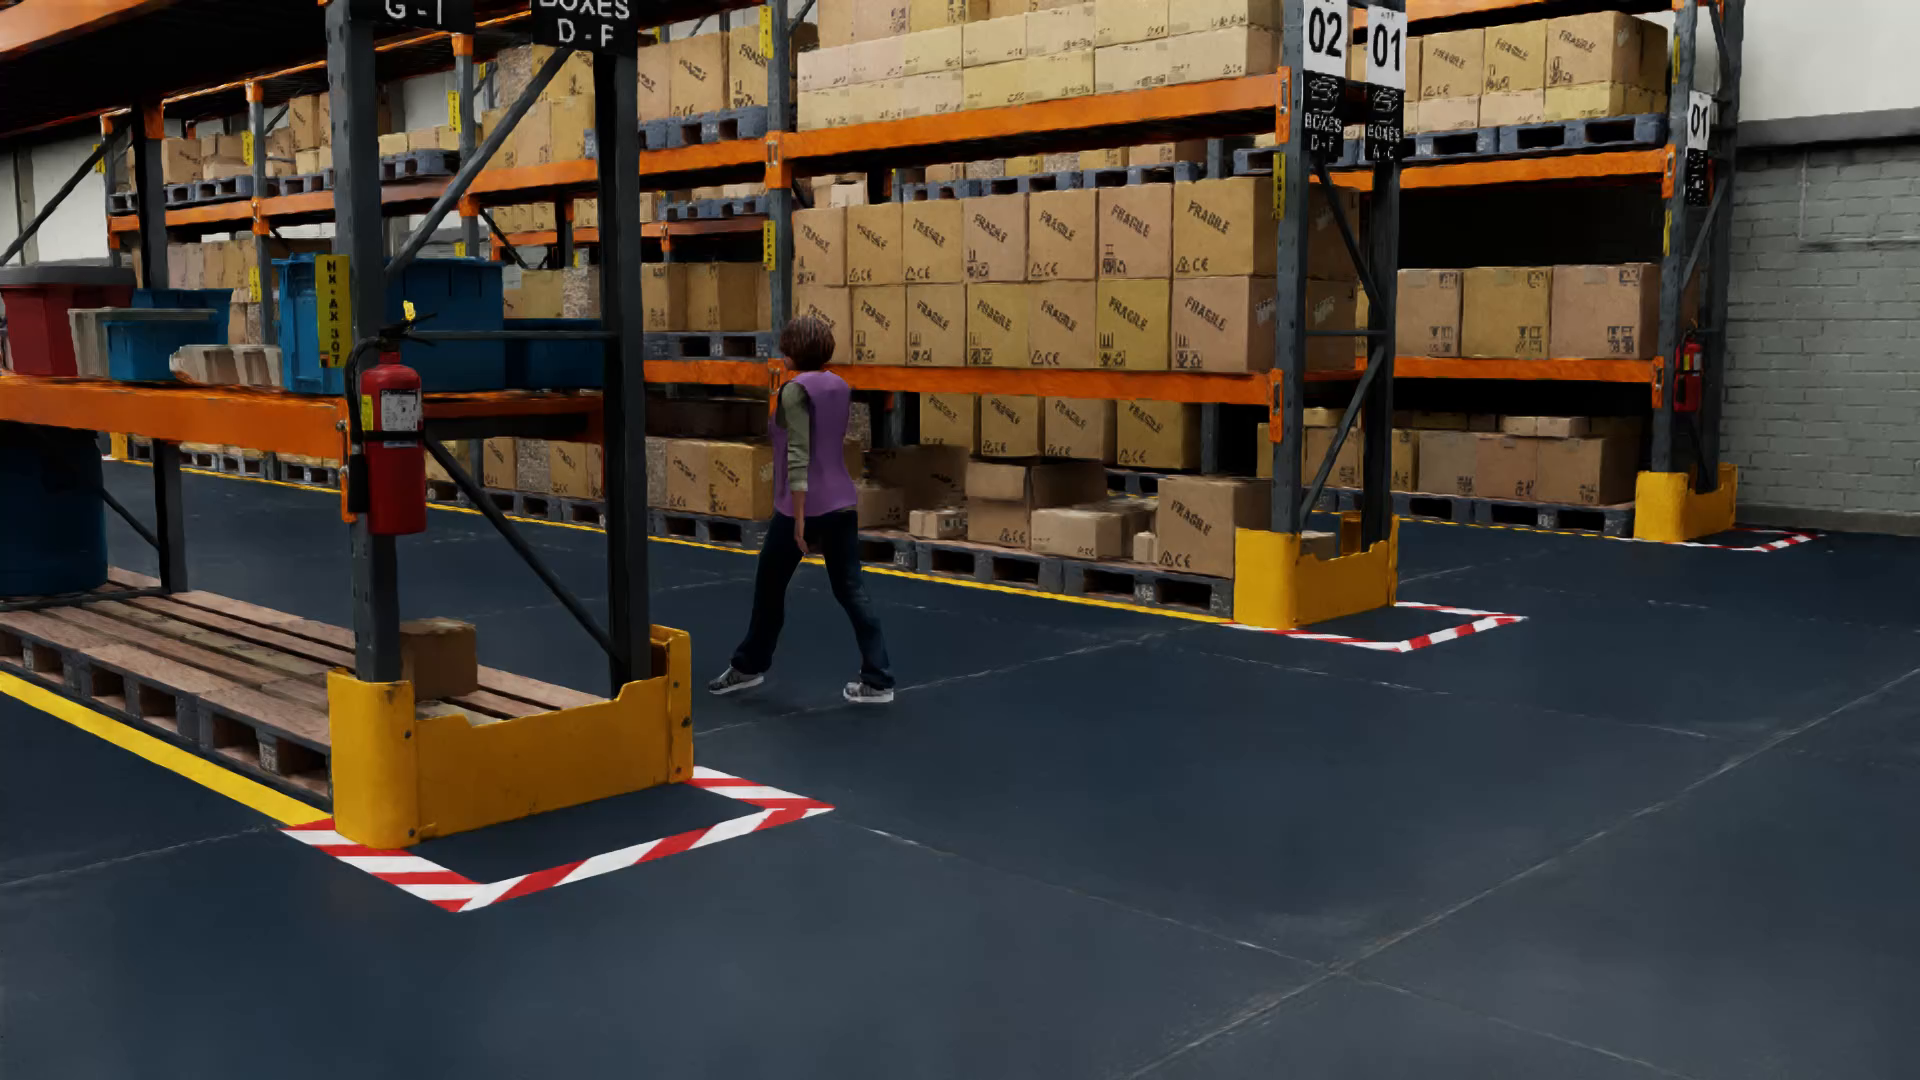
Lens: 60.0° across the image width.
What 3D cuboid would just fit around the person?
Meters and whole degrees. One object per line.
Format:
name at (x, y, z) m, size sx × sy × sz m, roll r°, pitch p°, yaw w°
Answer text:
person at (-0.647, -0.119, 6.723) m, size 0.876 × 1.571 × 0.454 m, roll 5°, pitch 9°, yaw 35°
